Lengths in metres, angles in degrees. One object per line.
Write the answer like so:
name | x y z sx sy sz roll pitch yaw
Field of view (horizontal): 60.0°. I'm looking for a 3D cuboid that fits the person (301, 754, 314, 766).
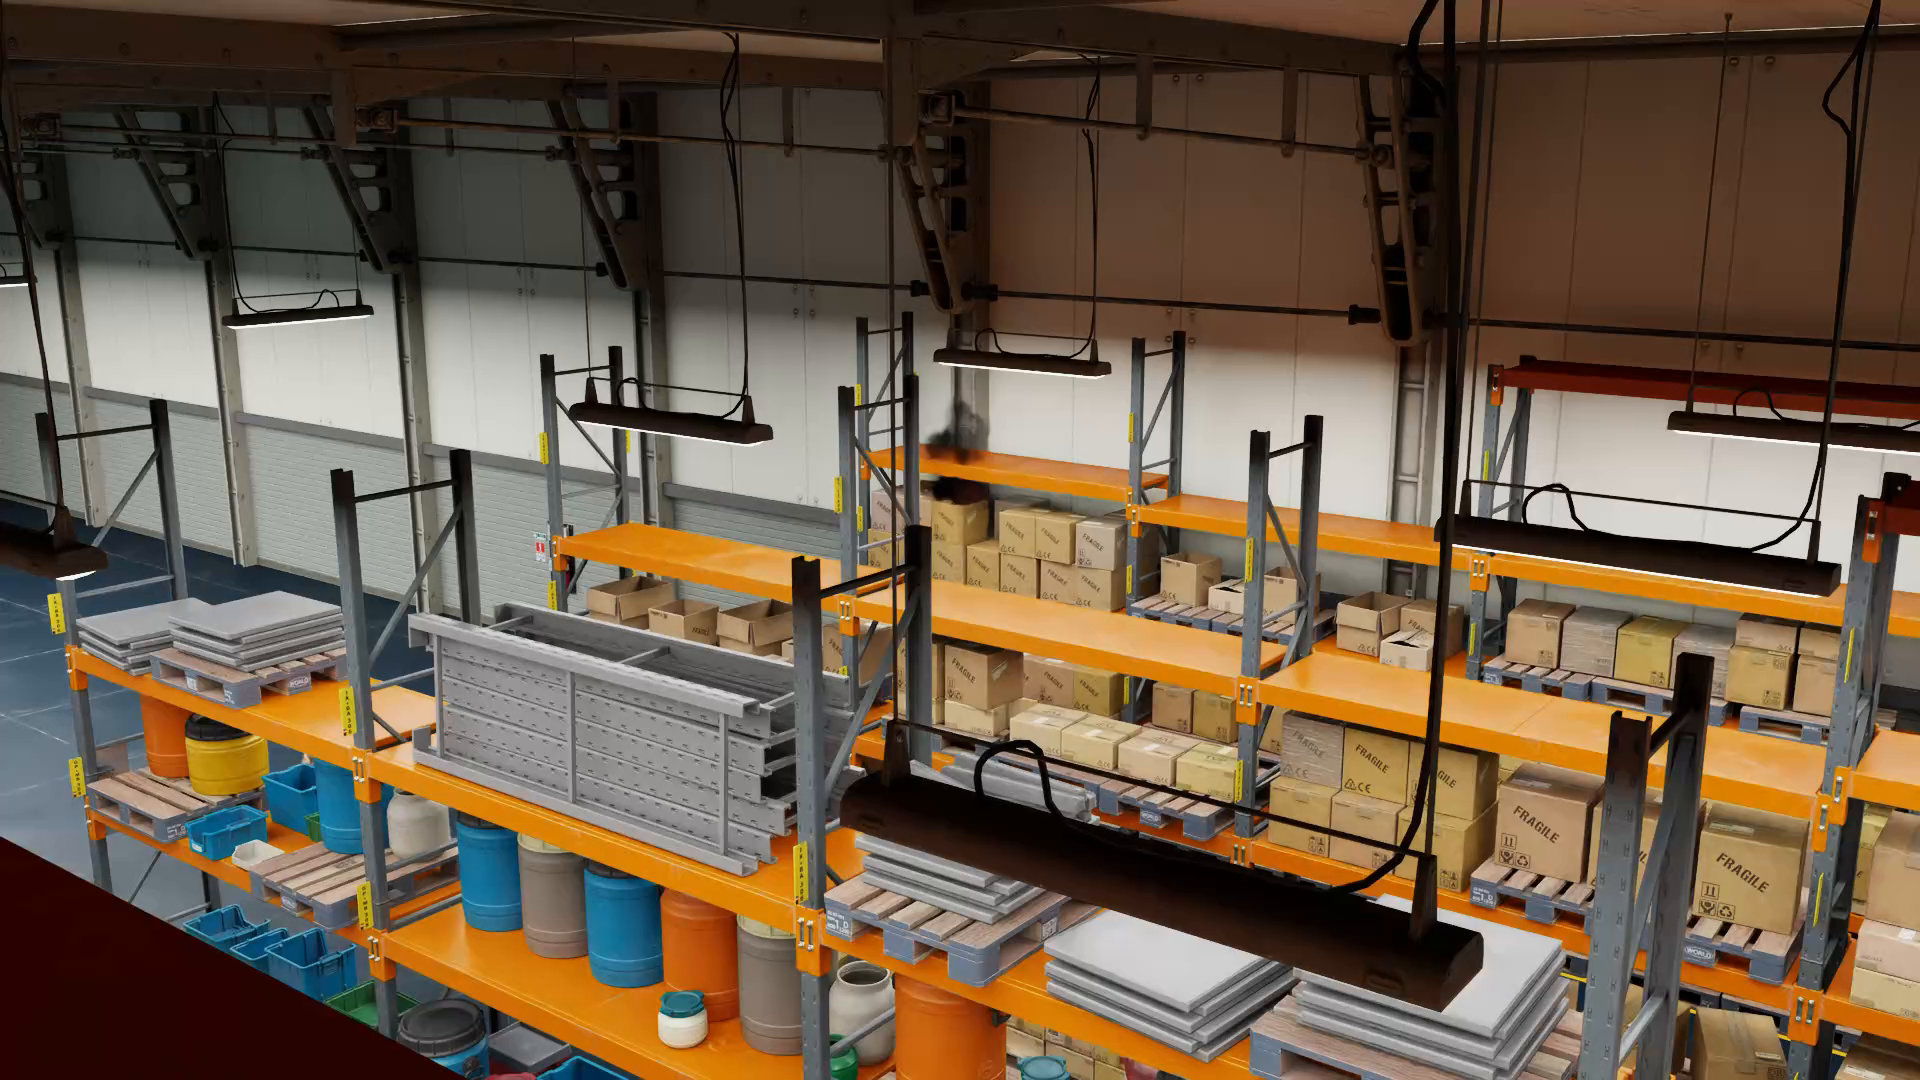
person | -7.035 3.083 18.324 0.912 1.682 0.584 -8 15 -30
